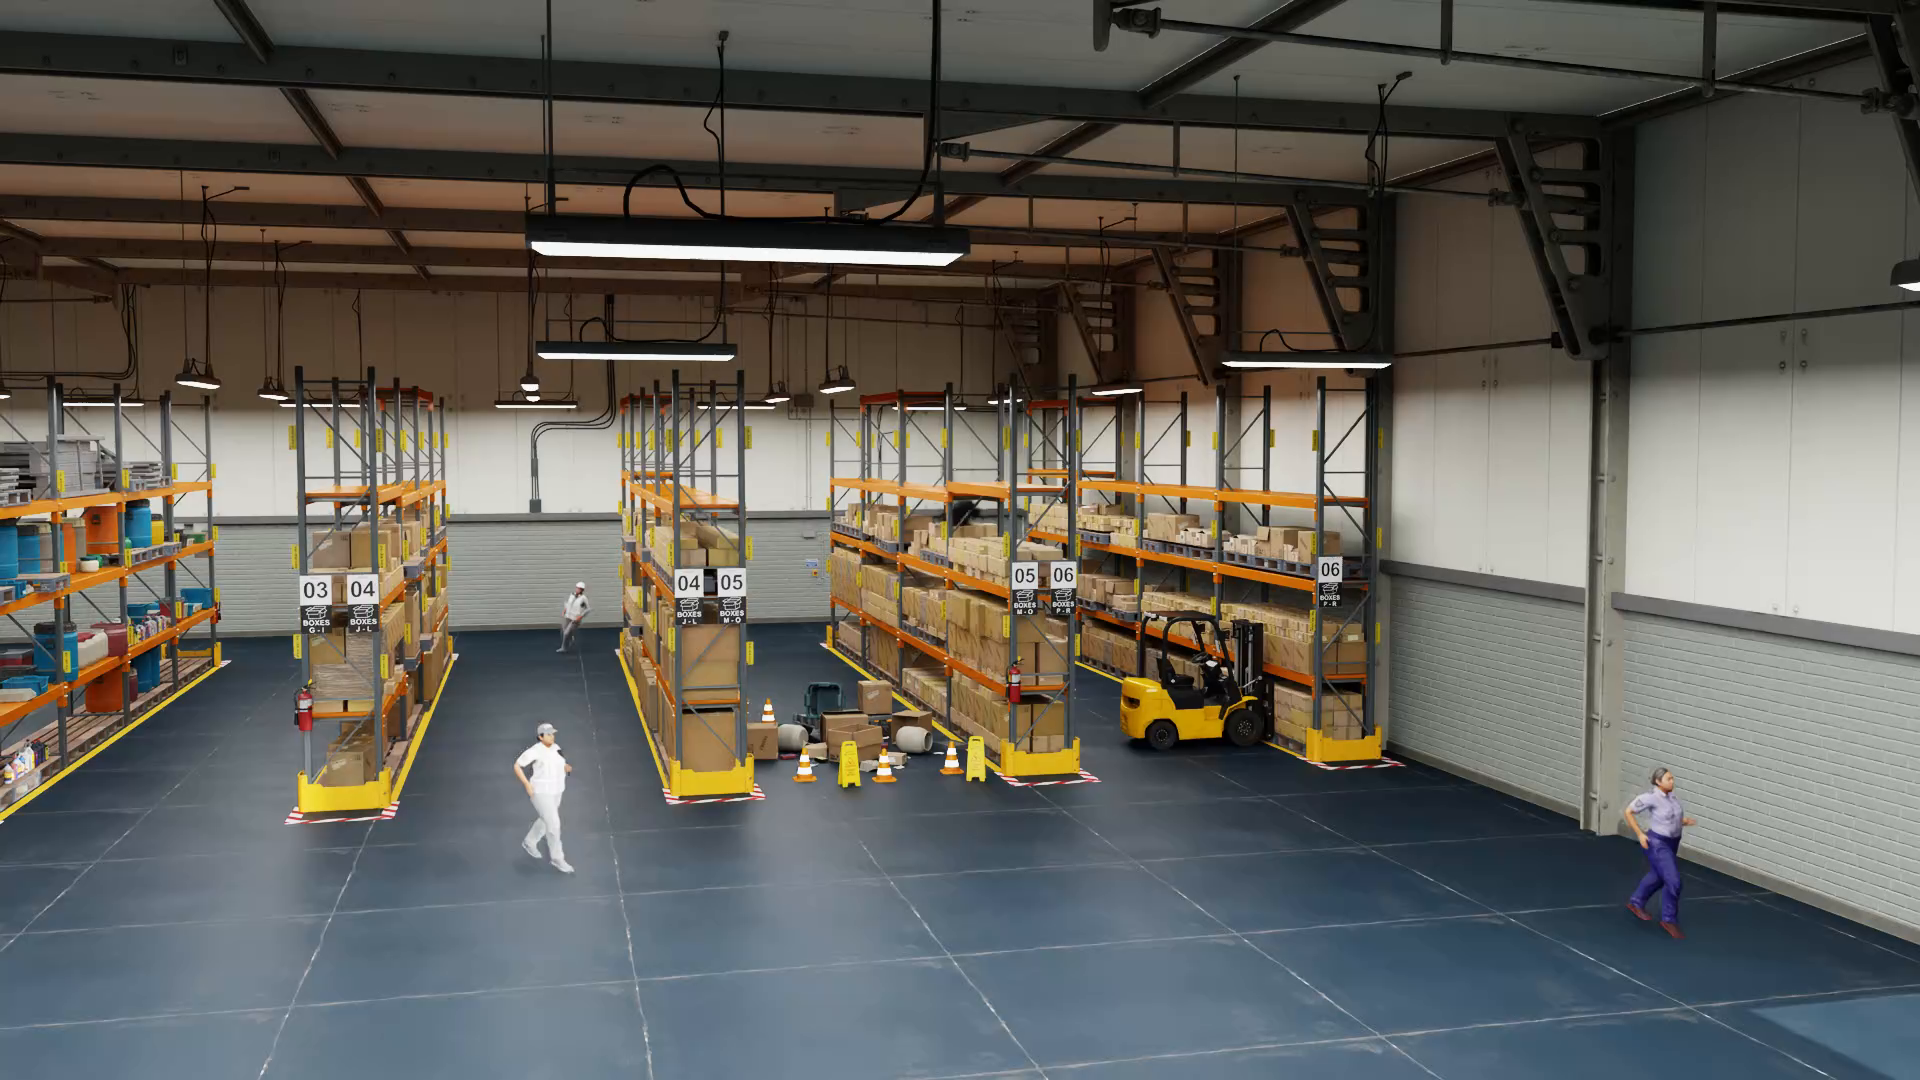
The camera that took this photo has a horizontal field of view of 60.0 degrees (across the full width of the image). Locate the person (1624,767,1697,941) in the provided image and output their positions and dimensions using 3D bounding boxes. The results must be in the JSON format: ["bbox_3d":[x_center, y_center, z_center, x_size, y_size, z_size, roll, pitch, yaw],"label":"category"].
[{"bbox_3d":[7.141,3.171,16.962,0.579,1.711,0.748,-3,4,-40],"label":"person"}]

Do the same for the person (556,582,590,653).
[{"bbox_3d":[-9.099,1.822,39.370,0.826,1.666,0.621,1,4,19],"label":"person"}]

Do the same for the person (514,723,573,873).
[{"bbox_3d":[-4.857,2.995,19.519,0.873,1.698,0.594,2,4,25],"label":"person"}]
